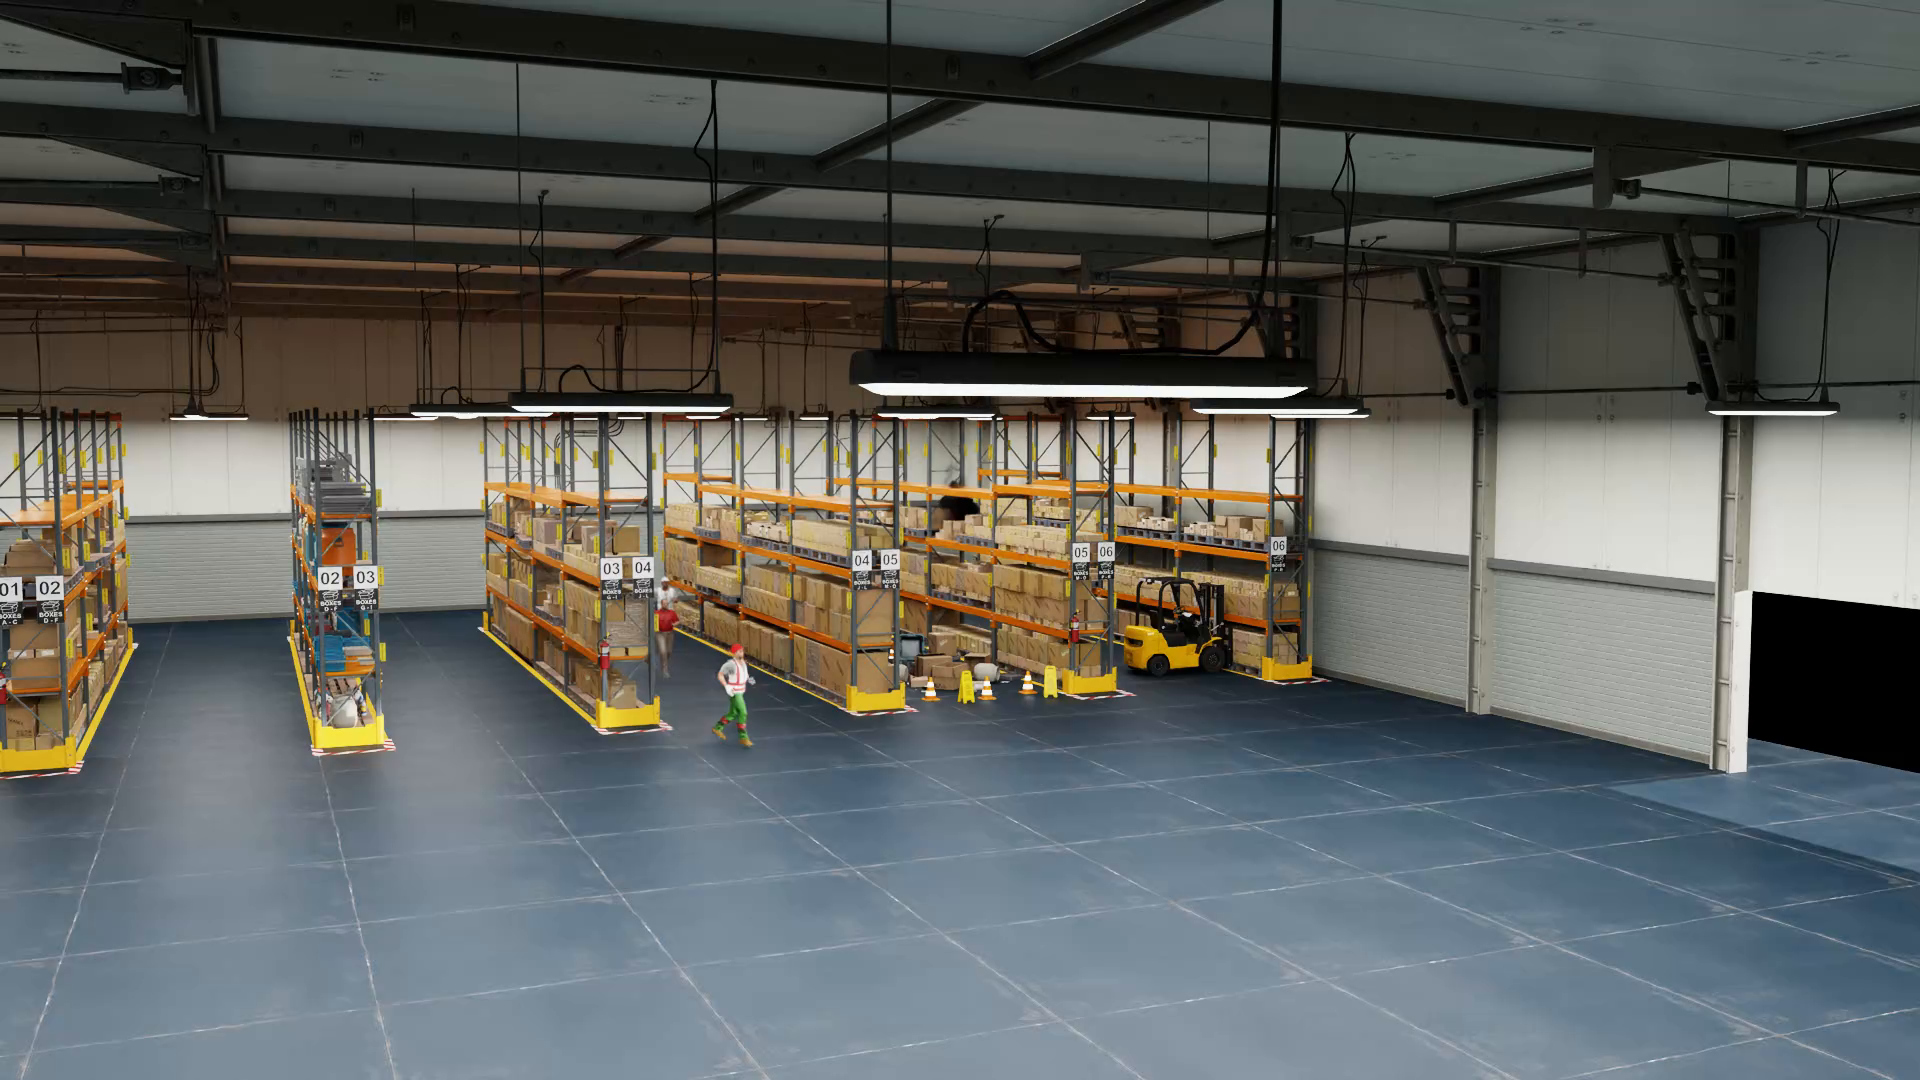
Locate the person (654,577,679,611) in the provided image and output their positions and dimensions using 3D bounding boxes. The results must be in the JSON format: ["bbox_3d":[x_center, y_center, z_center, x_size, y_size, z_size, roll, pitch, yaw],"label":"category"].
[{"bbox_3d":[-7.508,1.831,42.401,0.679,1.778,0.985,-2,4,-25],"label":"person"}]

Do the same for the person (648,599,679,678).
[{"bbox_3d":[-6.687,2.200,37.677,0.664,1.733,0.944,-2,5,-29],"label":"person"}]

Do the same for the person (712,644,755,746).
[{"bbox_3d":[-4.035,2.741,29.670,0.878,1.809,0.650,1,4,17],"label":"person"}]
